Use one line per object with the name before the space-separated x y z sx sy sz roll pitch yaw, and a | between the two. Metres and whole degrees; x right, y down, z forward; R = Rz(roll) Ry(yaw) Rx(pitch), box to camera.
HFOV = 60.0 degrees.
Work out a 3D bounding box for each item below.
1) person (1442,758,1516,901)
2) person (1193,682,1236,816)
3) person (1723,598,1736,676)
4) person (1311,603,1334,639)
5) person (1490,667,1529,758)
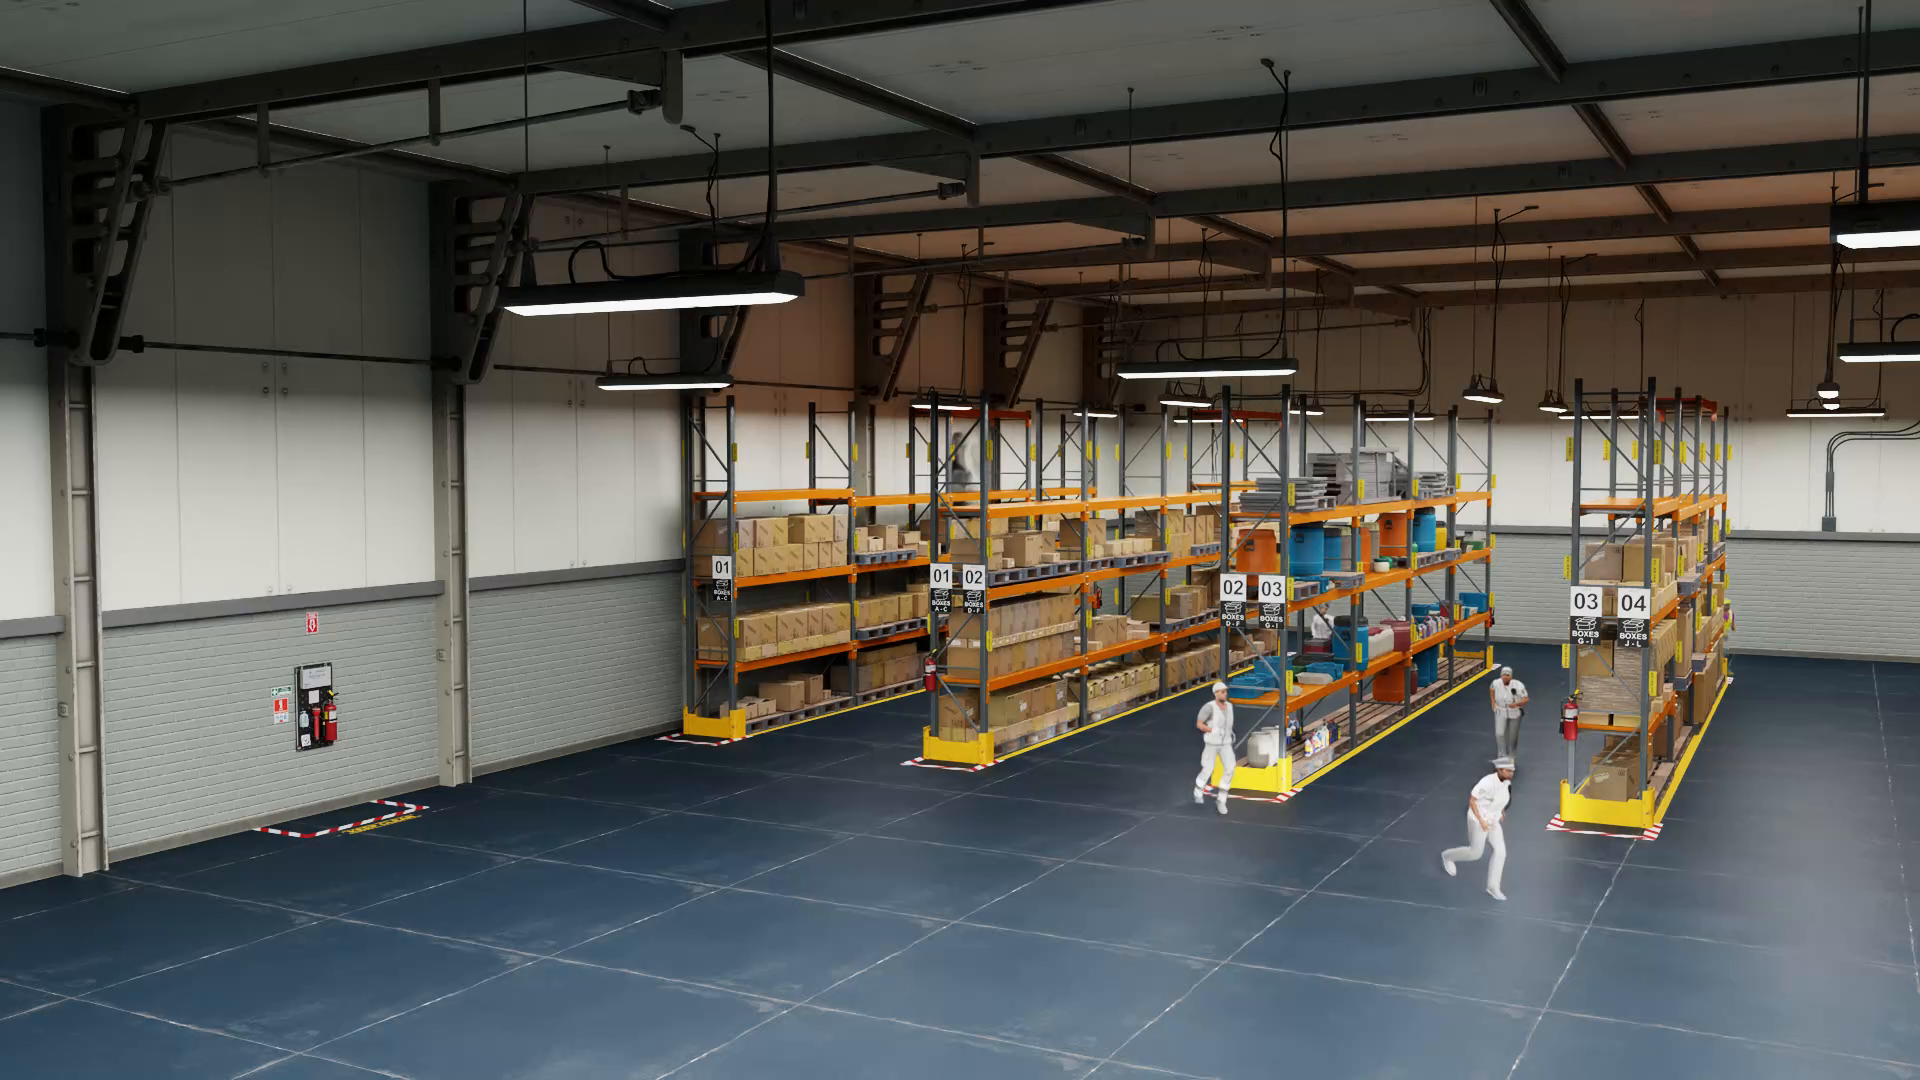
person | 5.917 3.228 18.954 0.588 1.630 0.930 -2 4 -39
person | 3.589 2.879 23.249 0.680 1.809 0.767 -1 3 -19
person | 17.181 2.159 37.650 0.730 1.731 0.987 -1 3 -13
person | 8.124 2.220 37.199 0.604 1.668 0.567 1 3 24
person | 8.677 2.812 26.290 0.607 1.674 1.018 1 3 22
